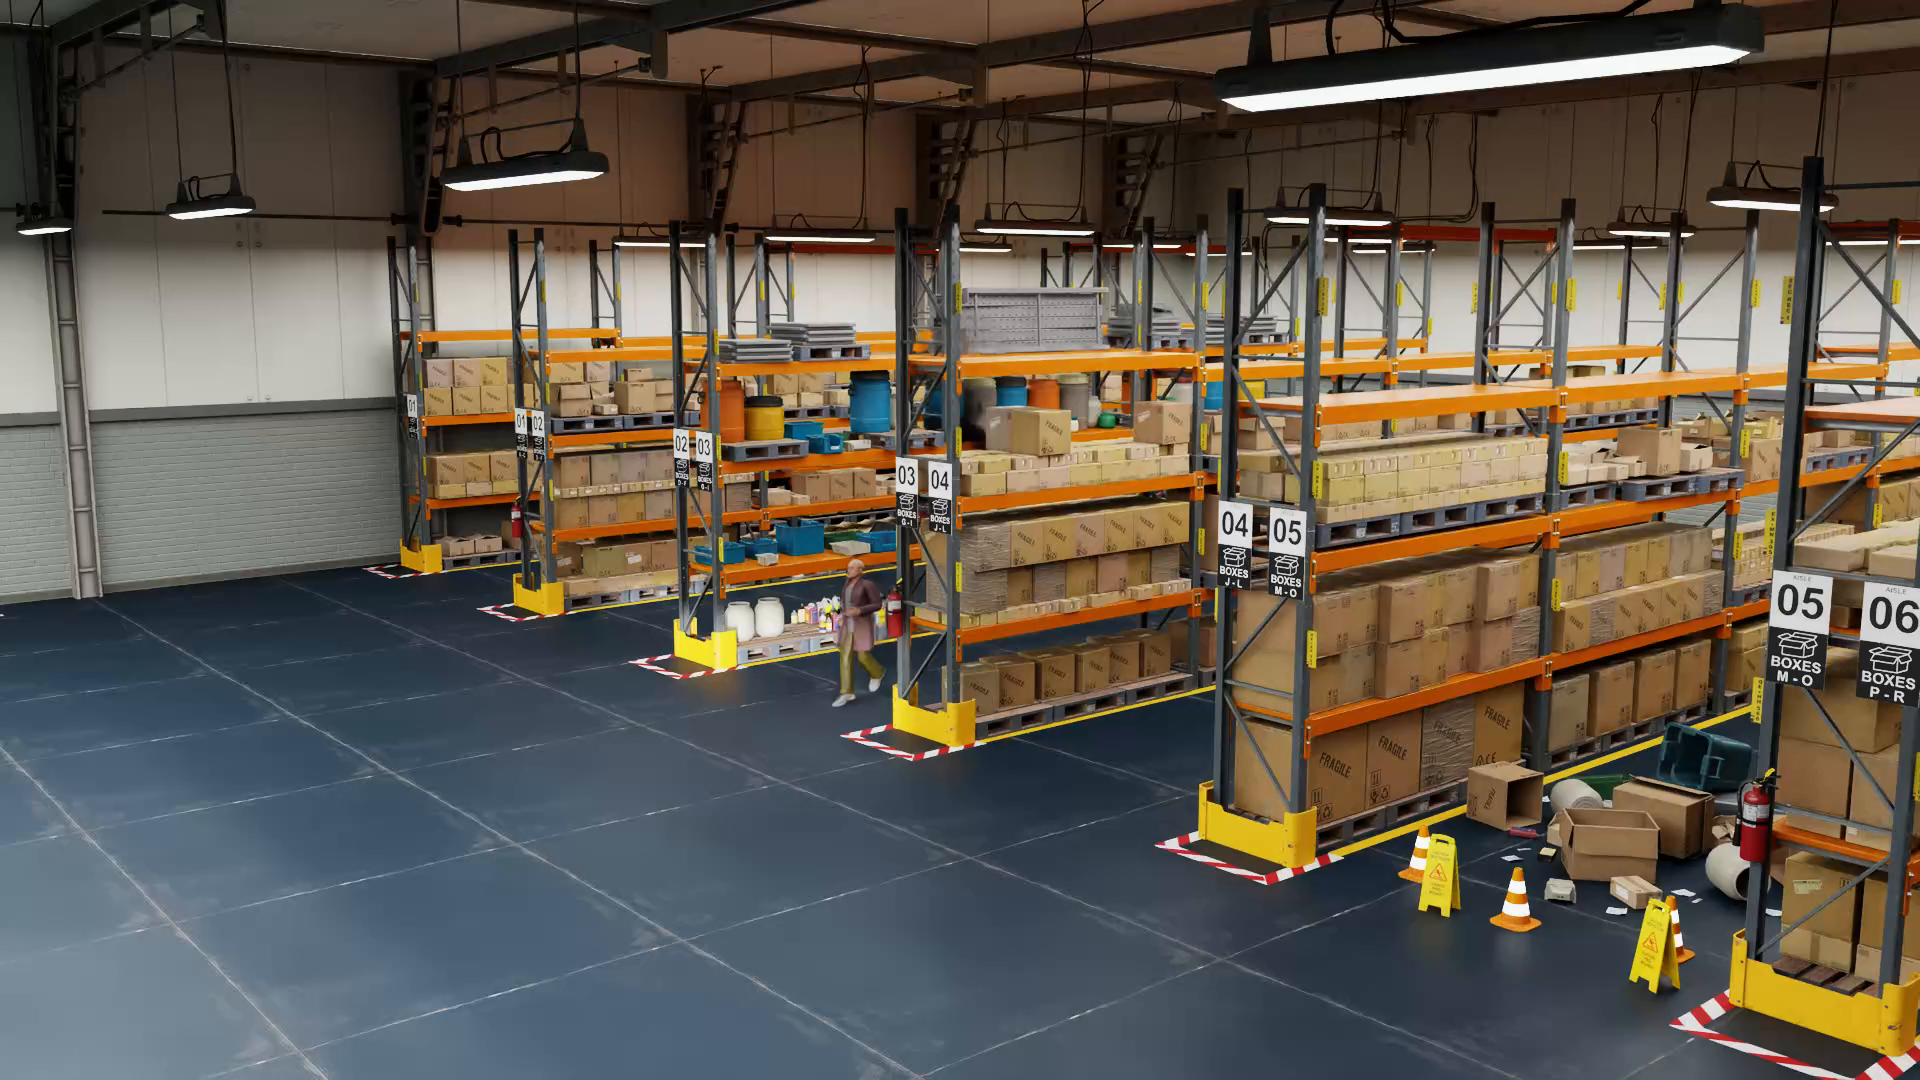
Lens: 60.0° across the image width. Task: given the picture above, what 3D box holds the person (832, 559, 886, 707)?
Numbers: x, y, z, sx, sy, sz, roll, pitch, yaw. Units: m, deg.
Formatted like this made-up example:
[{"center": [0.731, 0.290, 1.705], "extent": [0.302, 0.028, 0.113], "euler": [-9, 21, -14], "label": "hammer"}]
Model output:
[{"center": [-1.236, 1.125, 20.671], "extent": [0.692, 1.794, 0.980], "euler": [6, 11, 36], "label": "person"}]
